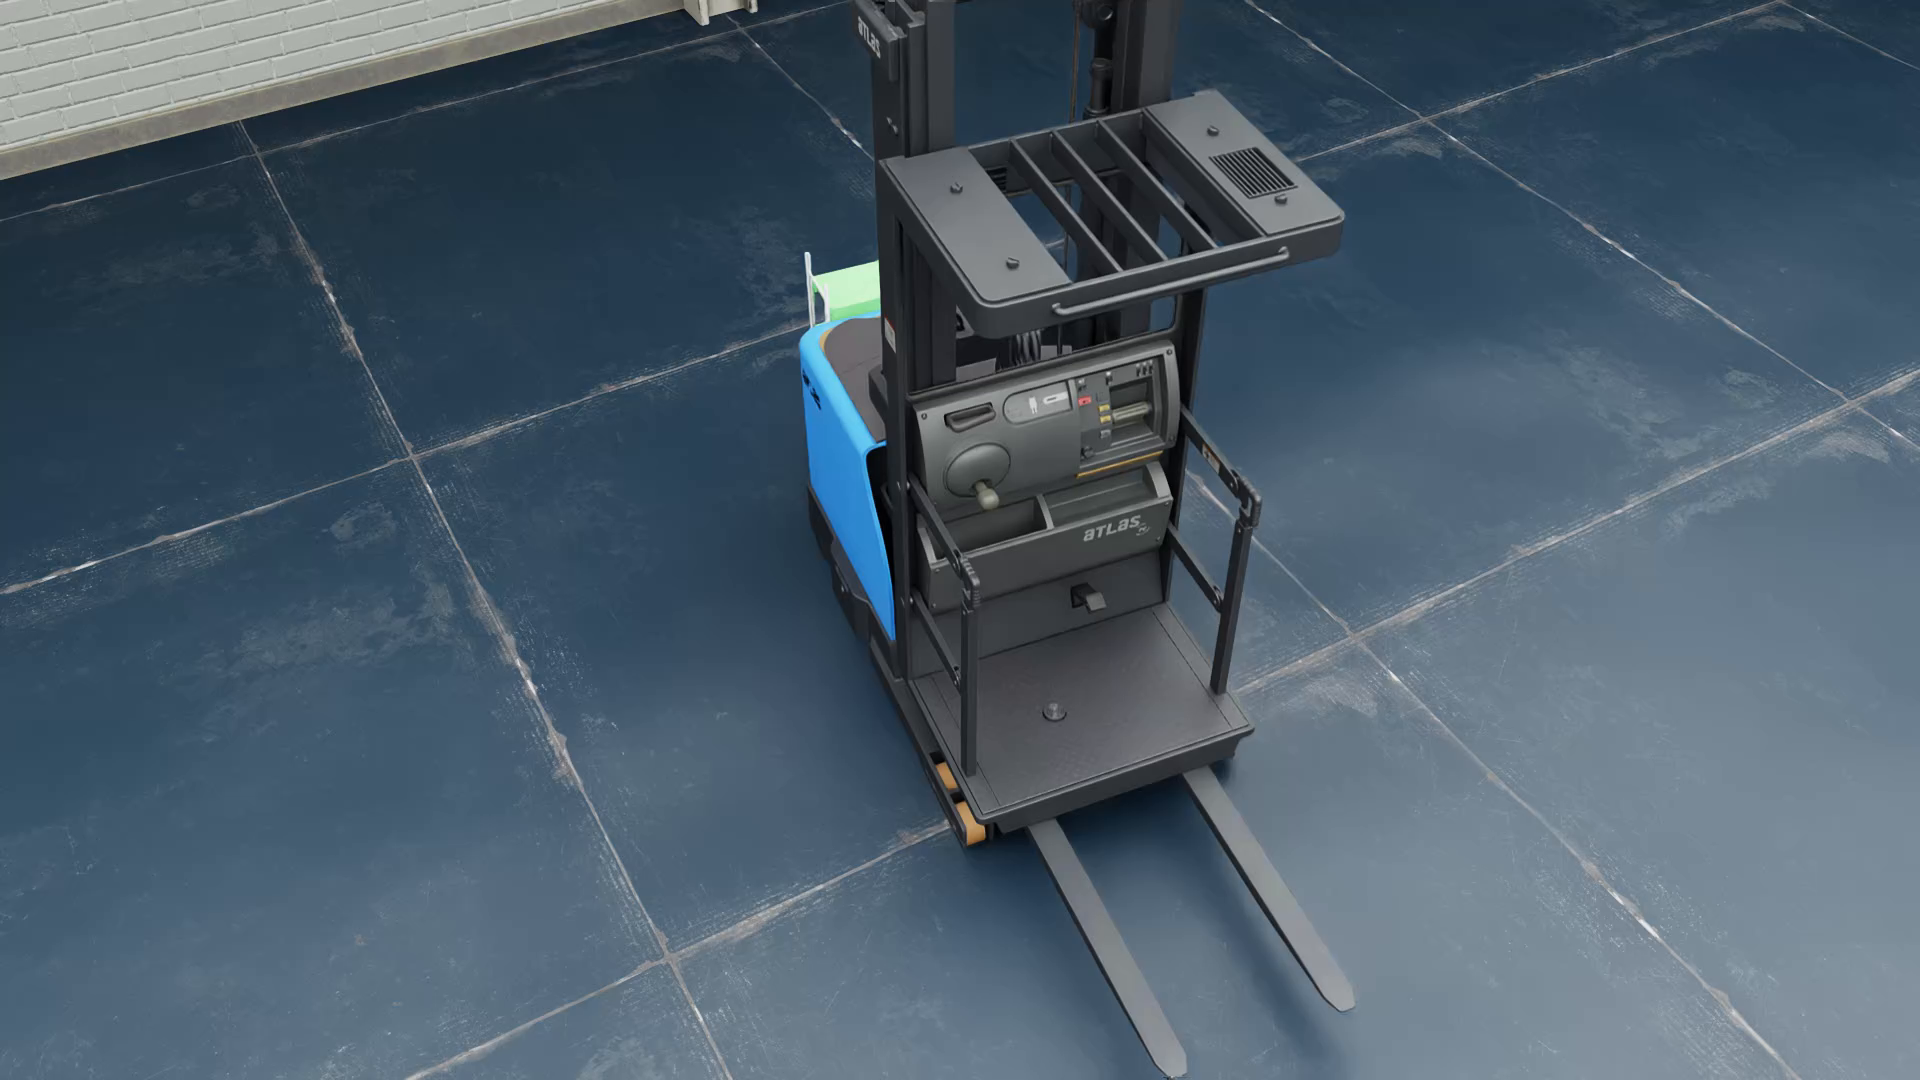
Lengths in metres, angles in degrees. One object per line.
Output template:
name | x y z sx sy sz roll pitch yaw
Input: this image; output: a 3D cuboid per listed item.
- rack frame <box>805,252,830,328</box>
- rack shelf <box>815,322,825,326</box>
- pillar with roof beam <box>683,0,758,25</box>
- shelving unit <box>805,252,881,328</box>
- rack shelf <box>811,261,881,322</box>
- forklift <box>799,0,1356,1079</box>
rack frame | -0.566 -0.640 6.977 0.015 1.200 0.240 -16 46 -16
rack shelf | -0.341 -0.832 6.923 0.480 0.148 0.258 -16 46 -16
pillar with roof beam | 0.601 -4.051 4.892 0.400 9.000 9.100 -22 48 -21
shelving unit | -0.341 -0.706 7.045 0.503 1.200 0.258 -16 46 -16
rack shelf | -0.341 -1.005 6.756 0.480 0.148 0.258 -16 46 -16
forklift | 0.385 -0.286 5.370 1.130 2.935 3.031 -16 46 -16
